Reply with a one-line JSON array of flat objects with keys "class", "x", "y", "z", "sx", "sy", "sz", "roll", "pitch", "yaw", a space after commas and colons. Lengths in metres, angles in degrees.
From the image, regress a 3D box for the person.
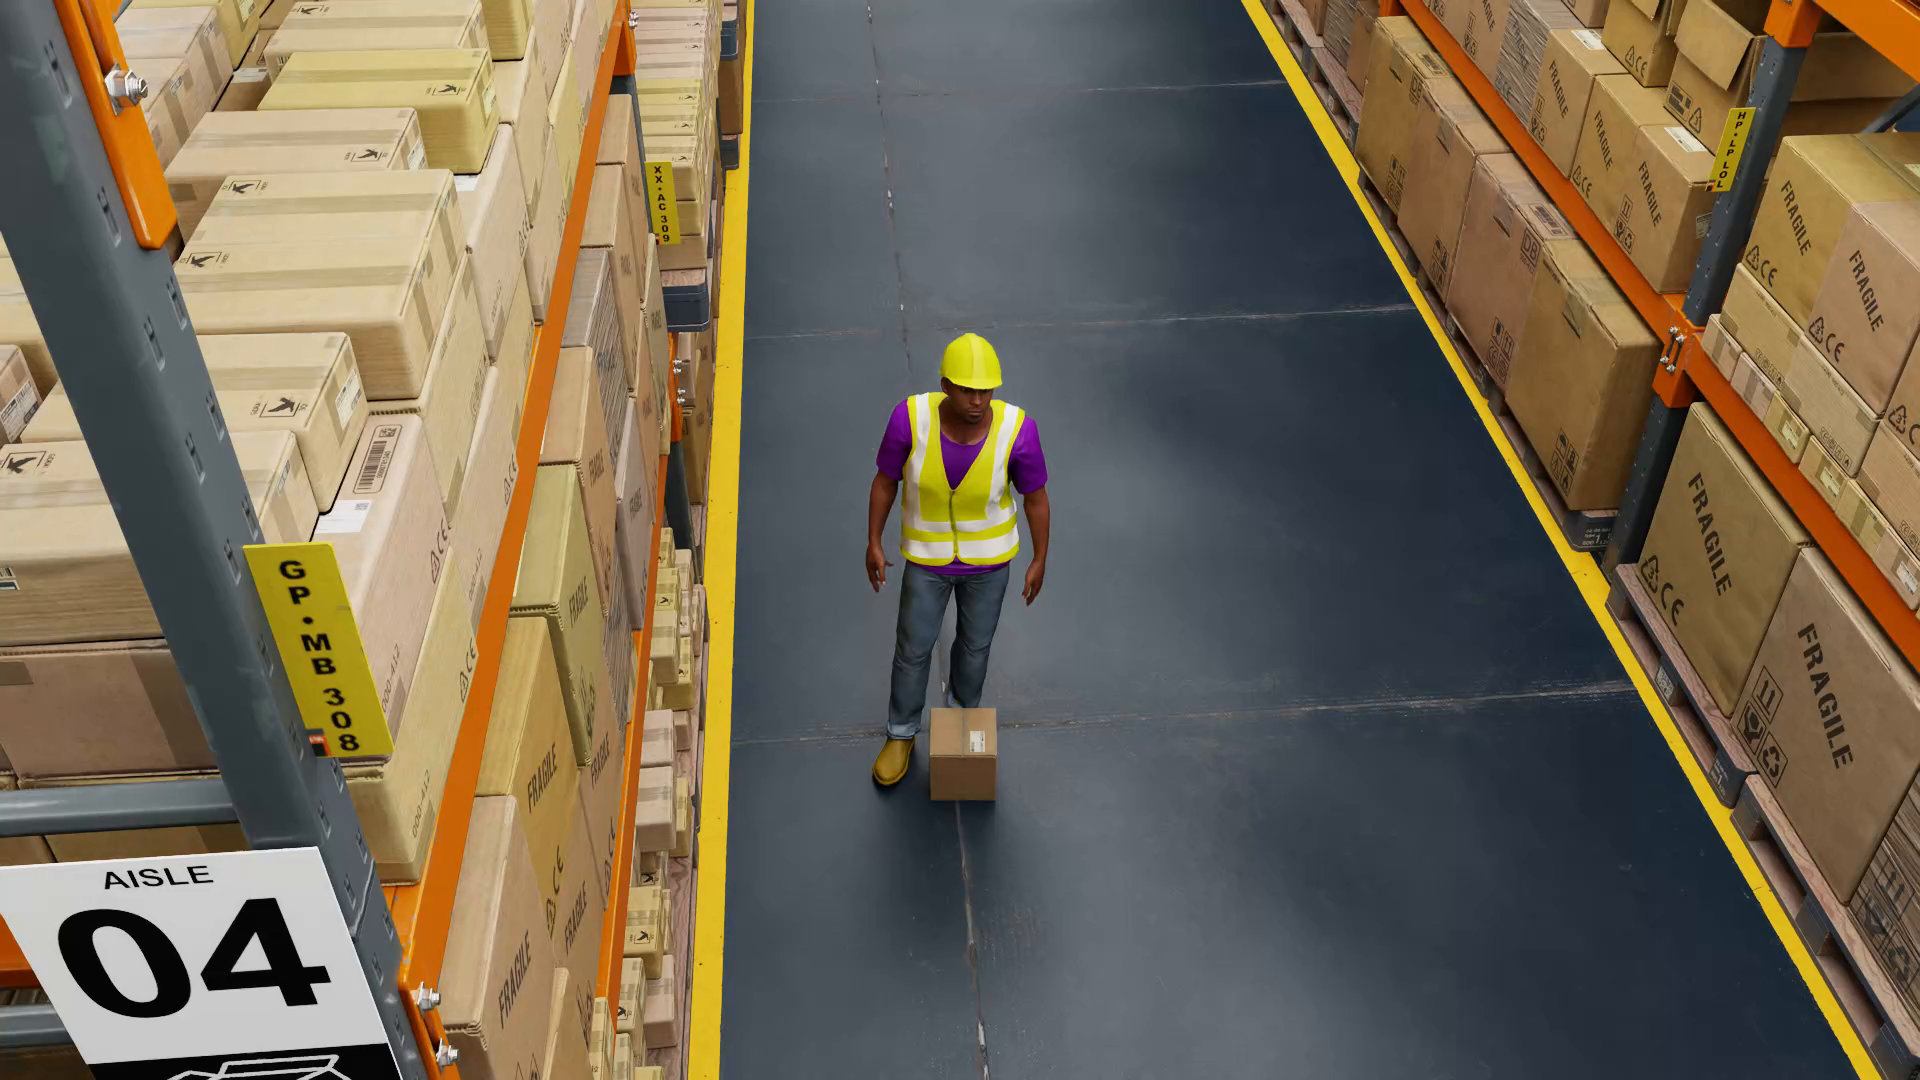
[{"class": "person", "x": -0.013, "y": 0.093, "z": 6.005, "sx": 0.665, "sy": 1.765, "sz": 0.577, "roll": 1, "pitch": 39, "yaw": 1}]
